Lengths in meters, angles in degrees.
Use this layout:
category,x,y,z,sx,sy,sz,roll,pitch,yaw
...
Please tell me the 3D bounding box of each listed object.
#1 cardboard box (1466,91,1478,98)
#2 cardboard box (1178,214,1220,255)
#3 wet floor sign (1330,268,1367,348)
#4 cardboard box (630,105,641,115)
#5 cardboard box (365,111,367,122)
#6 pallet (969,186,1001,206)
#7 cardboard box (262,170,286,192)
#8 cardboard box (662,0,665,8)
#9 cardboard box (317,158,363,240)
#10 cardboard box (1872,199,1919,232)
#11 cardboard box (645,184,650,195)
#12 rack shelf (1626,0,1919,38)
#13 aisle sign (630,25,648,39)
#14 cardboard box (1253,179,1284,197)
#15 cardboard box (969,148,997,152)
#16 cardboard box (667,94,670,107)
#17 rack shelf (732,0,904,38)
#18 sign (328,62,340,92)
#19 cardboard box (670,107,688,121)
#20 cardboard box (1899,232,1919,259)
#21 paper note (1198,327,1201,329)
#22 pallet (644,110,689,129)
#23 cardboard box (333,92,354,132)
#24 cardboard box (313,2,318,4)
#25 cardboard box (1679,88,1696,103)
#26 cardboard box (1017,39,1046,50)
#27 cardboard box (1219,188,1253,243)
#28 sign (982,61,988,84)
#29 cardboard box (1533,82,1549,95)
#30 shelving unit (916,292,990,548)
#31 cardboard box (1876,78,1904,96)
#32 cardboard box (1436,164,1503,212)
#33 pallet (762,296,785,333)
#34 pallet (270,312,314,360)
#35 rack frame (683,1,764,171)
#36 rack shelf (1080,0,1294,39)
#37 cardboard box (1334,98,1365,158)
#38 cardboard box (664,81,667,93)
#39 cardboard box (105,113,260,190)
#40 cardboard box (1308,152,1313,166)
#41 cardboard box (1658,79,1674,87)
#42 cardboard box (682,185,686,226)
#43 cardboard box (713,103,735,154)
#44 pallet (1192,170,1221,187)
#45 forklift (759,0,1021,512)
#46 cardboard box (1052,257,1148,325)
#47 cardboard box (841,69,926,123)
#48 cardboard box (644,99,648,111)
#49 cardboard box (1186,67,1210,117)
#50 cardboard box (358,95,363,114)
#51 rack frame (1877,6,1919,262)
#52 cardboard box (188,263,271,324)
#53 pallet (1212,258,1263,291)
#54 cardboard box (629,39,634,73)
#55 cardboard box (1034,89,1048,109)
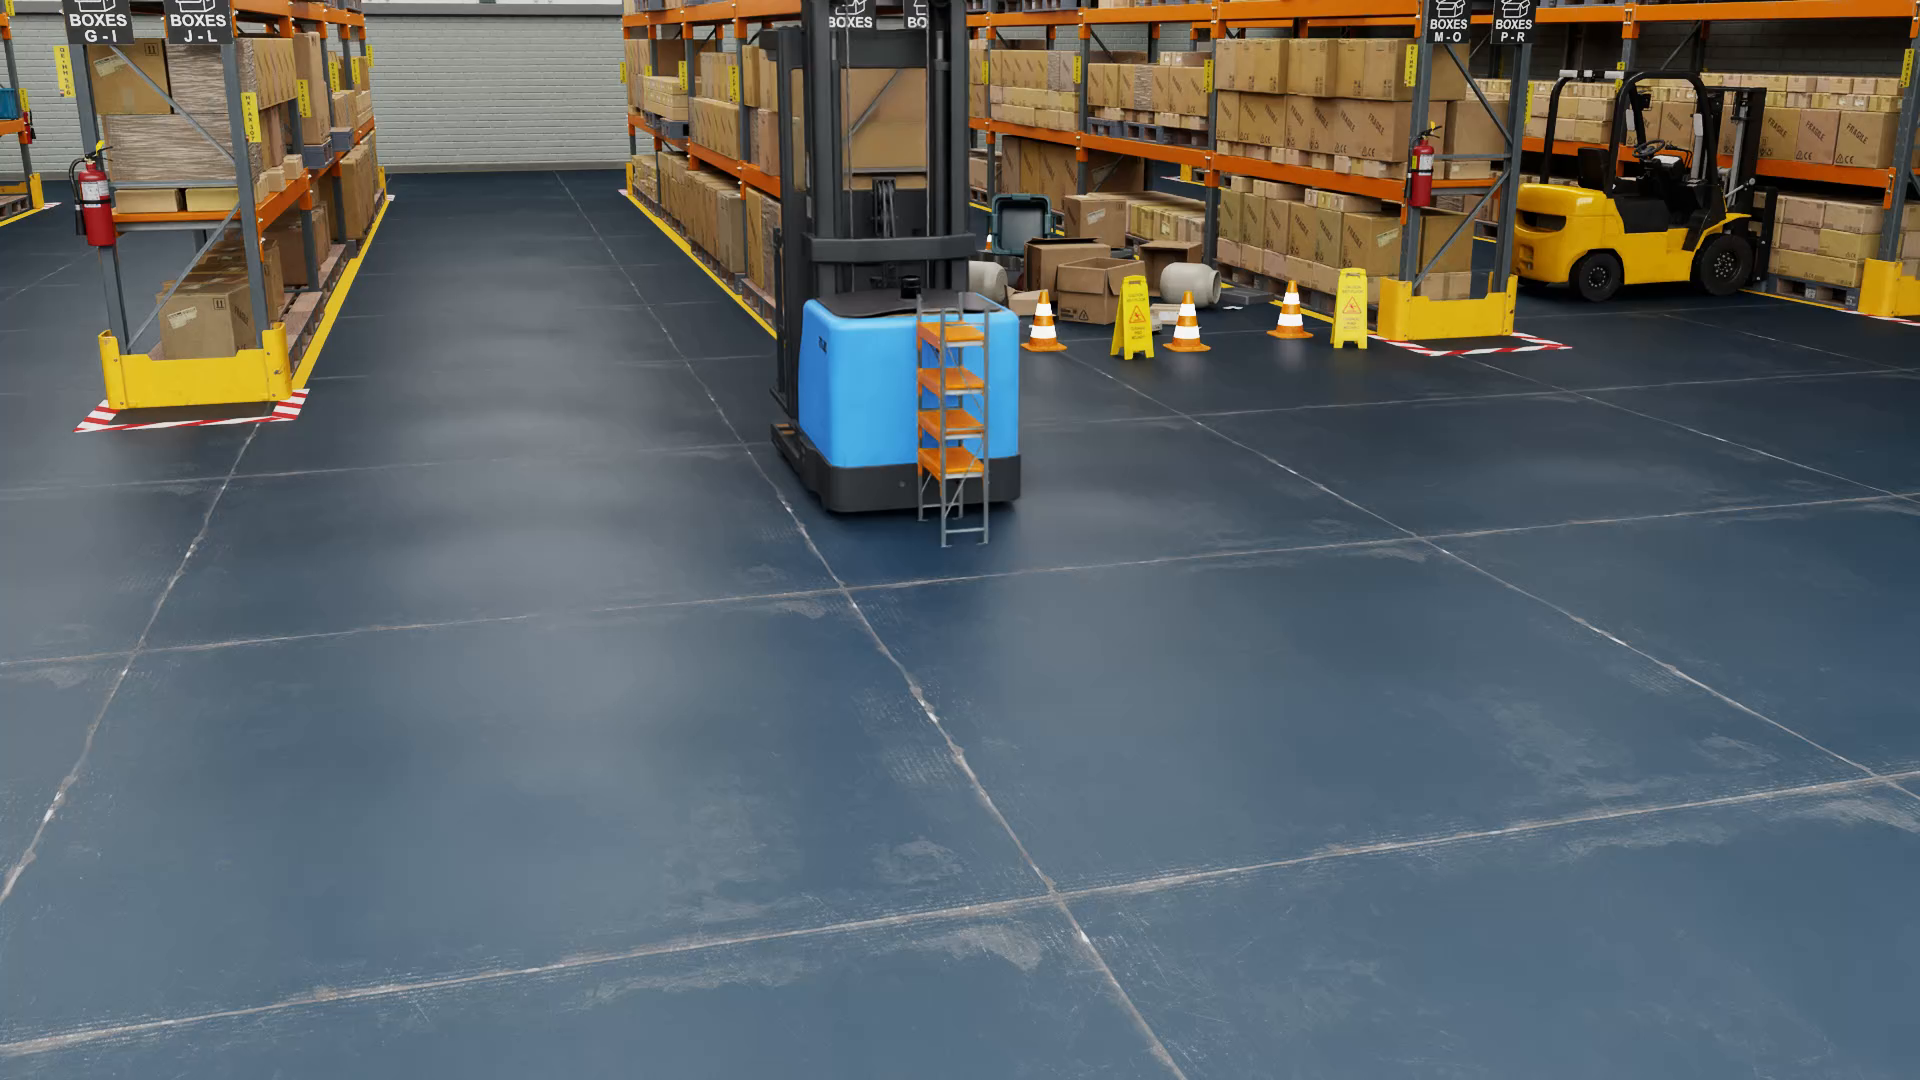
category,x,y,z,sx,sy,sz,roll,pitch,yaw
cardboard box,6.800,-5.680,21.540,0.500,0.250,0.500,-4,17,-14
cardboard box,2.958,-3.381,18.332,0.950,0.372,0.625,-4,17,-15
wet floor sign,3.227,-1.922,13.730,0.267,0.644,0.232,1,17,4
cardboard box,-5.019,-6.812,26.352,0.380,0.149,0.250,-5,17,-17
cardboard box,-8.814,-6.142,24.121,0.380,0.149,0.250,-5,17,-17
pallet,0.772,-5.387,26.020,1.003,0.211,1.213,-5,17,-15
cardboard box,-5.493,-2.804,13.008,0.380,0.149,0.250,-5,17,-15
cardboard box,-4.221,-7.566,23.474,0.500,0.250,0.500,-4,17,-14
cardboard box,-7.693,-3.993,19.493,1.225,0.875,0.875,-6,18,-18
cardboard box,9.025,-3.092,15.842,0.500,0.250,0.500,-5,17,-16
cardboard box,-4.546,-5.291,25.077,0.380,0.149,0.250,-5,17,-15
rack shelf,8.425,-5.226,16.672,1.077,0.370,4.000,-5,17,-15
aisle sign,-5.234,-8.435,26.800,0.394,0.787,0.004,-5,17,-15
cardboard box,3.126,-3.482,16.448,0.380,0.149,0.250,-4,17,-13
cardboard box,0.084,-6.412,28.309,0.875,0.438,0.875,-5,18,-17
cardboard box,-3.375,-5.378,20.333,0.380,0.149,0.250,-4,17,-13
rack shelf,-1.078,-4.413,13.966,1.077,0.370,4.000,-5,17,-15
sign,-7.004,-5.179,18.603,0.100,0.325,0.005,-5,17,-15
cardboard box,-3.304,-5.162,20.128,0.380,0.149,0.250,-4,17,-14
cardboard box,9.046,-2.851,15.909,0.500,0.250,0.500,-4,17,-14
paper note,2.030,-1.869,14.622,0.148,0.019,0.142,-12,20,-34
pallet,-3.756,-5.772,22.788,1.003,0.211,1.213,-5,17,-15
cardboard box,-7.952,-5.382,20.980,0.500,0.500,0.500,-5,17,-16
cardboard box,-7.008,-5.733,17.370,0.500,0.250,0.500,-5,17,-15
cardboard box,7.878,-4.721,17.654,0.380,0.149,0.250,-4,17,-14
cardboard box,1.069,-7.452,25.006,0.380,0.149,0.250,-5,17,-16
cardboard box,3.007,-3.352,17.145,0.500,0.500,0.500,-4,17,-13
sign,0.373,-6.915,24.615,0.100,0.325,0.005,-5,17,-15
cardboard box,7.189,-5.474,20.159,0.380,0.149,0.250,-5,17,-15
shelving unit,-0.039,-0.611,8.401,0.258,1.200,0.503,-4,17,-14
cardboard box,8.674,-4.164,15.282,0.380,0.149,0.250,-5,17,-15
cardboard box,6.935,-4.684,22.228,0.875,0.625,0.625,-4,17,-13
pallet,-1.155,-1.984,14.691,1.003,0.211,1.213,-5,17,-15
pallet,-5.867,-1.654,13.590,1.003,0.211,1.213,-5,17,-15
rack frame,-2.727,-4.981,19.819,1.000,3.000,0.127,-5,17,-15
rack shelf,2.555,-5.939,19.045,1.077,0.370,4.000,-5,17,-15
cardboard box,3.656,-3.645,14.681,0.500,0.500,0.500,-5,17,-15
cardboard box,-3.441,-5.588,20.513,0.380,0.149,0.250,-4,17,-14
cardboard box,-5.450,-2.748,11.696,0.875,0.500,0.500,-5,17,-15
cardboard box,3.494,-3.578,15.585,0.380,0.149,0.250,-5,17,-15
cardboard box,7.854,-5.013,18.107,0.380,0.149,0.250,-4,17,-14
cardboard box,-3.159,-4.146,20.656,0.500,0.500,0.500,-5,17,-16
cardboard box,-2.306,-4.325,17.462,0.500,0.500,0.500,-5,17,-15
pallet,4.819,-6.429,29.489,1.003,0.211,1.213,-5,17,-15
forklift,-0.548,-1.931,9.787,1.130,2.935,3.031,-4,17,-14
cardboard box,1.287,-2.277,15.159,0.637,0.503,0.797,11,20,32
cardboard box,-0.593,-3.463,12.627,0.875,0.550,0.550,-5,17,-15
cardboard box,-4.160,-6.023,22.994,0.380,0.149,0.250,-6,18,-18
cardboard box,2.757,-4.795,17.779,0.500,0.500,0.500,-5,17,-16
cardboard box,-8.632,-6.082,23.230,0.500,0.250,0.500,-5,17,-16
rack frame,8.975,-3.581,15.158,1.000,3.000,0.127,-5,17,-15
cardboard box,-5.831,-1.919,13.242,0.500,0.500,0.500,-3,17,-10
pallet,3.323,-2.775,17.324,1.003,0.211,1.213,-5,17,-15
cardboard box,-4.791,-7.433,25.554,0.500,0.500,0.500,-5,17,-16
cardboard box,1.323,-5.963,22.481,0.500,0.250,0.500,-5,17,-17
